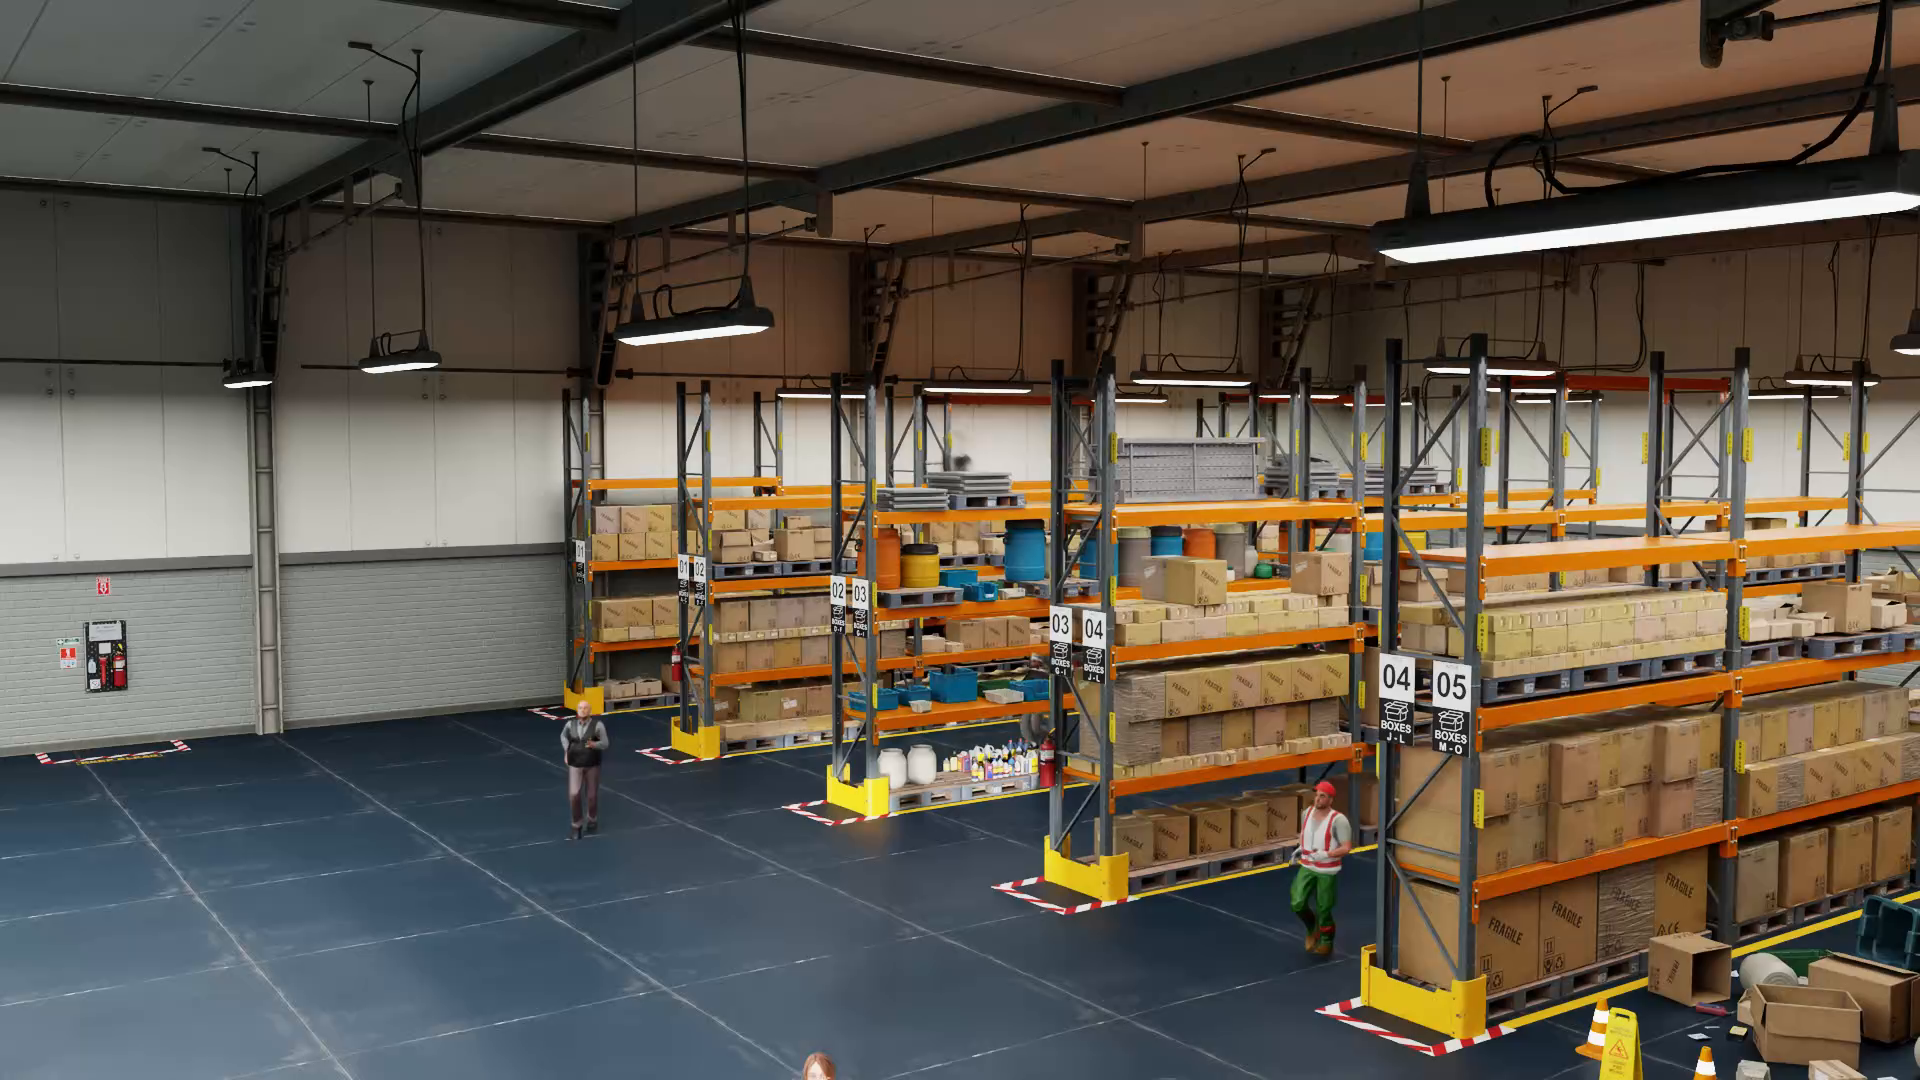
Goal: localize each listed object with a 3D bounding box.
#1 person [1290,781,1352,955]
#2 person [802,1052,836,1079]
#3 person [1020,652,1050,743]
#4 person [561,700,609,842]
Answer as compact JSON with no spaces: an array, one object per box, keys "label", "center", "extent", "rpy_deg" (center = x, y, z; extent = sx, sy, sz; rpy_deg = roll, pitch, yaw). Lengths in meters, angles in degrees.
[{"label":"person","center":[3.512,3.229,16.300],"extent":[0.642,1.736,0.610],"rpy_deg":[3,5,40]},{"label":"person","center":[-0.809,3.745,9.594],"extent":[0.540,1.573,0.879],"rpy_deg":[0,4,-5]},{"label":"person","center":[1.228,2.622,26.728],"extent":[0.678,1.649,0.579],"rpy_deg":[-3,5,-41]},{"label":"person","center":[-4.800,2.937,21.261],"extent":[0.637,1.774,0.734],"rpy_deg":[0,4,-7]}]
